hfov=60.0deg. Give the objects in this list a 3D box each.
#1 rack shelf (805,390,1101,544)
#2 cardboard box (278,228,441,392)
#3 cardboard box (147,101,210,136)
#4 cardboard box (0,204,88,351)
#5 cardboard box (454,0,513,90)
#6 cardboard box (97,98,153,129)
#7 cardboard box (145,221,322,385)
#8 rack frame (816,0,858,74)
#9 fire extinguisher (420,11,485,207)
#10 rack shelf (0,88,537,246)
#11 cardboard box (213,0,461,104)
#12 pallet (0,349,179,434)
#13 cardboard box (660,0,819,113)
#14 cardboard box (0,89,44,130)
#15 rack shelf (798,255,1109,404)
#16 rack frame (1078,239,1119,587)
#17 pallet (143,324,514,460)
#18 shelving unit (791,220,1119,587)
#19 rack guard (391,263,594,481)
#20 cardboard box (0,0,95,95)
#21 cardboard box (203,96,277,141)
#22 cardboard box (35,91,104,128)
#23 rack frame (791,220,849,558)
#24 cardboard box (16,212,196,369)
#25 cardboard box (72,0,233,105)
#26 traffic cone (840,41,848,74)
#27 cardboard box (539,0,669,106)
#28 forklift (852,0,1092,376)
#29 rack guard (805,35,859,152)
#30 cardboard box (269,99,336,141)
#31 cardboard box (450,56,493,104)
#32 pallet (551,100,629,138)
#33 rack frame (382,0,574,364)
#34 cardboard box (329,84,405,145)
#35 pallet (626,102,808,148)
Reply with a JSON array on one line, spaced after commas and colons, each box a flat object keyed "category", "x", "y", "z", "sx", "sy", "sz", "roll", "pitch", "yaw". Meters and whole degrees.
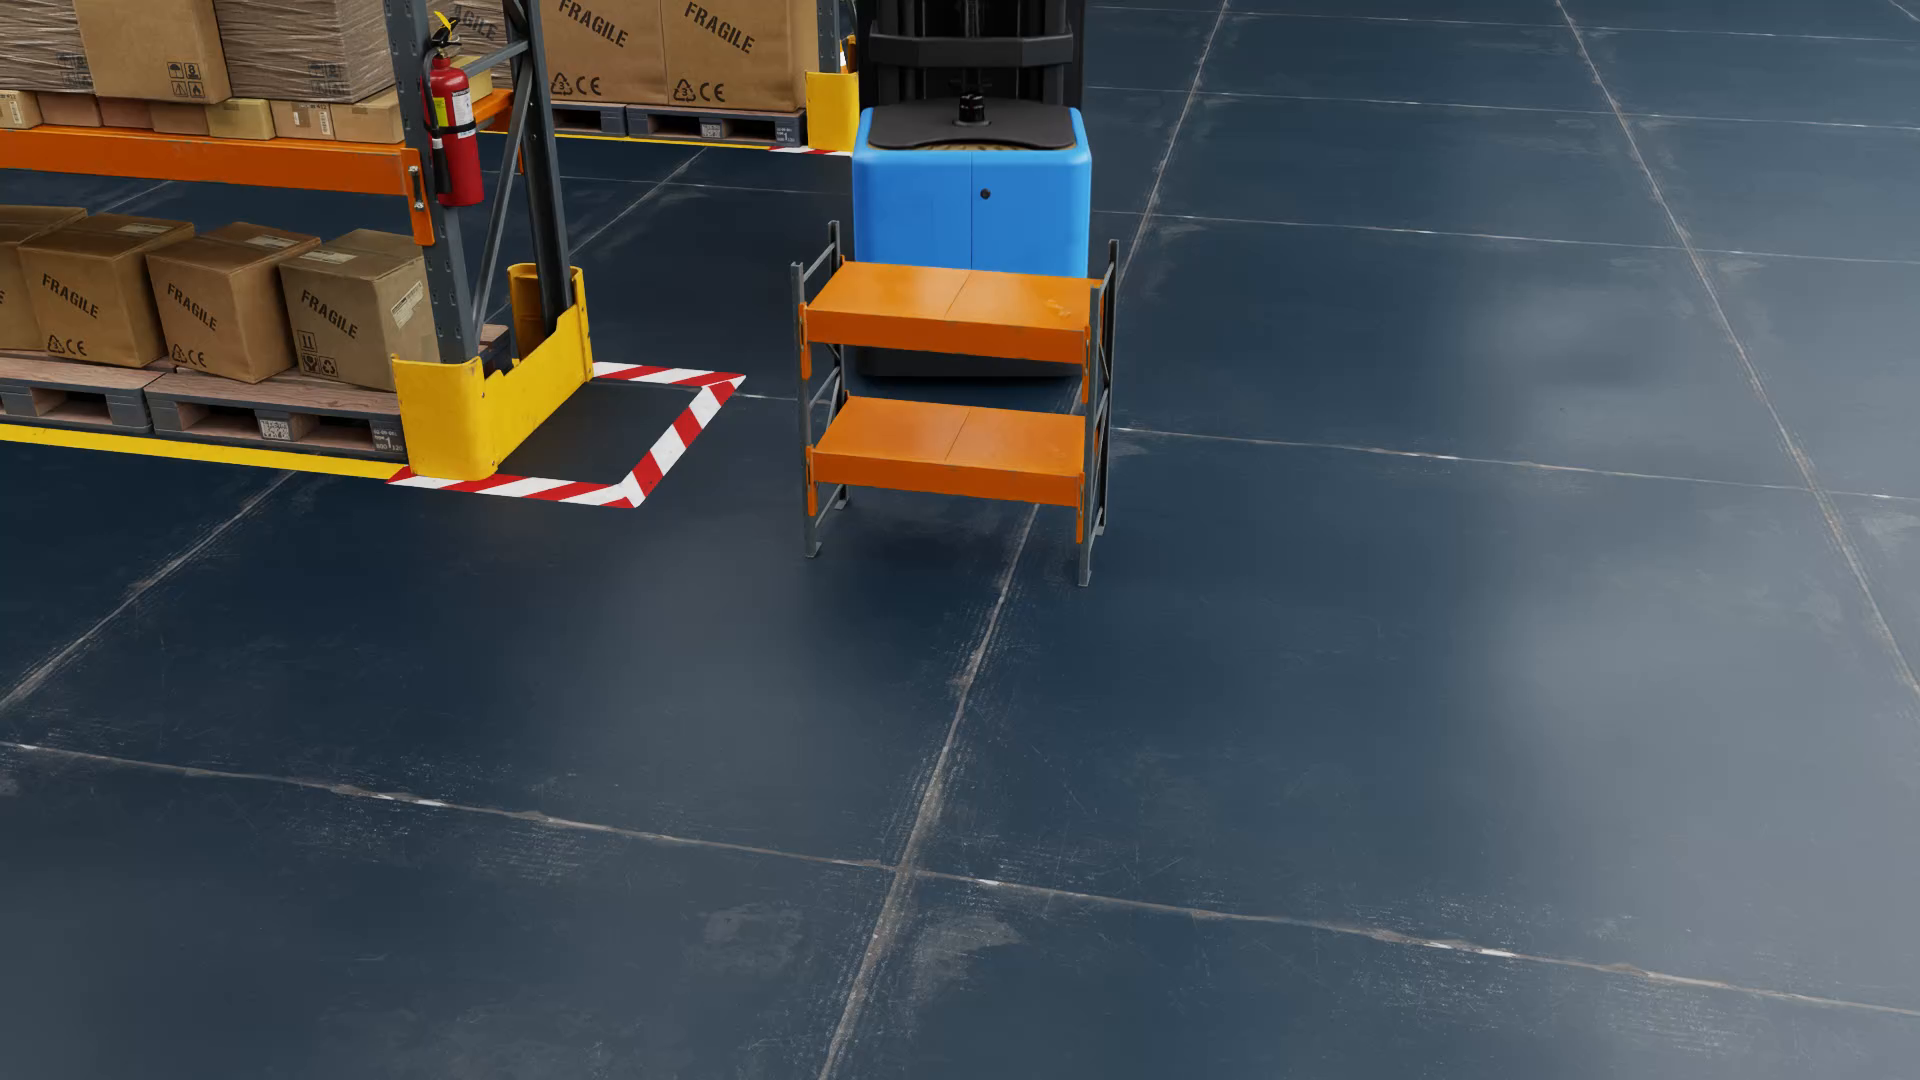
[{"category": "rack shelf", "x": -0.007, "y": -0.280, "z": 6.099, "sx": 1.000, "sy": 0.278, "sz": 0.538, "roll": 6, "pitch": 29, "yaw": 11}, {"category": "cardboard box", "x": -2.491, "y": -0.988, "z": 7.097, "sx": 0.500, "sy": 0.500, "sz": 0.500, "roll": 11, "pitch": 31, "yaw": 20}, {"category": "cardboard box", "x": -2.946, "y": -1.710, "z": 6.511, "sx": 0.250, "sy": 0.149, "sz": 0.380, "roll": 6, "pitch": 29, "yaw": 11}, {"category": "cardboard box", "x": -4.227, "y": -1.180, "z": 7.448, "sx": 0.500, "sy": 0.500, "sz": 0.500, "roll": 3, "pitch": 29, "yaw": 6}, {"category": "cardboard box", "x": -3.178, "y": -3.618, "z": 11.510, "sx": 0.875, "sy": 0.875, "sz": 0.875, "roll": 6, "pitch": 29, "yaw": 11}, {"category": "cardboard box", "x": -3.182, "y": -1.754, "z": 6.592, "sx": 0.250, "sy": 0.149, "sz": 0.380, "roll": 6, "pitch": 29, "yaw": 11}, {"category": "cardboard box", "x": -3.083, "y": -1.032, "z": 7.177, "sx": 0.500, "sy": 0.500, "sz": 0.500, "roll": 14, "pitch": 32, "yaw": 24}, {"category": "rack frame", "x": -0.749, "y": -4.149, "z": 10.705, "sx": 0.127, "sy": 3.000, "sz": 1.000, "roll": 6, "pitch": 29, "yaw": 11}, {"category": "fire extinguisher", "x": -1.868, "y": -1.568, "z": 6.071, "sx": 0.183, "sy": 0.674, "sz": 0.296, "roll": 6, "pitch": 29, "yaw": 11}, {"category": "rack shelf", "x": -3.840, "y": -1.715, "z": 7.008, "sx": 4.000, "sy": 0.370, "sz": 1.077, "roll": 6, "pitch": 29, "yaw": 11}, {"category": "cardboard box", "x": -2.416, "y": -2.072, "z": 6.497, "sx": 0.500, "sy": 0.500, "sz": 0.875, "roll": 6, "pitch": 29, "yaw": 11}, {"category": "pallet", "x": -3.935, "y": -0.836, "z": 7.557, "sx": 1.213, "sy": 0.211, "sz": 1.003, "roll": 6, "pitch": 29, "yaw": 11}, {"category": "cardboard box", "x": -1.426, "y": -3.438, "z": 11.182, "sx": 0.875, "sy": 0.875, "sz": 0.875, "roll": 6, "pitch": 29, "yaw": 11}, {"category": "cardboard box", "x": -3.694, "y": -1.752, "z": 6.589, "sx": 0.250, "sy": 0.149, "sz": 0.380, "roll": 6, "pitch": 29, "yaw": 11}, {"category": "rack shelf", "x": -0.007, "y": -0.751, "z": 5.841, "sx": 1.000, "sy": 0.278, "sz": 0.538, "roll": 6, "pitch": 29, "yaw": 11}, {"category": "rack frame", "x": 0.491, "y": -0.443, "z": 5.888, "sx": 0.032, "sy": 1.125, "sz": 0.500, "roll": 6, "pitch": 29, "yaw": 11}, {"category": "pallet", "x": -2.745, "y": -0.712, "z": 7.331, "sx": 1.213, "sy": 0.211, "sz": 1.003, "roll": 6, "pitch": 29, "yaw": 11}, {"category": "shelving unit", "x": -0.007, "y": -0.494, "z": 5.981, "sx": 1.048, "sy": 1.125, "sz": 0.538, "roll": 6, "pitch": 29, "yaw": 11}, {"category": "rack guard", "x": -1.958, "y": -0.741, "z": 7.083, "sx": 0.348, "sy": 0.500, "sz": 1.175, "roll": 6, "pitch": 29, "yaw": 11}, {"category": "cardboard box", "x": -3.410, "y": -2.136, "z": 6.615, "sx": 0.500, "sy": 0.500, "sz": 0.875, "roll": 6, "pitch": 29, "yaw": 11}, {"category": "cardboard box", "x": -2.705, "y": -1.677, "z": 6.452, "sx": 0.250, "sy": 0.149, "sz": 0.380, "roll": 6, "pitch": 29, "yaw": 11}, {"category": "cardboard box", "x": -3.431, "y": -1.769, "z": 6.619, "sx": 0.250, "sy": 0.149, "sz": 0.380, "roll": 6, "pitch": 29, "yaw": 11}, {"category": "rack frame", "x": -0.504, "y": -0.545, "z": 6.074, "sx": 0.032, "sy": 1.125, "sz": 0.500, "roll": 6, "pitch": 29, "yaw": 11}, {"category": "cardboard box", "x": -3.691, "y": -1.103, "z": 7.308, "sx": 0.500, "sy": 0.500, "sz": 0.500, "roll": 9, "pitch": 30, "yaw": 15}, {"category": "cardboard box", "x": -2.930, "y": -2.066, "z": 6.486, "sx": 0.500, "sy": 0.500, "sz": 0.875, "roll": 6, "pitch": 29, "yaw": 11}, {"category": "traffic cone", "x": -0.972, "y": -3.756, "z": 12.629, "sx": 0.334, "sy": 0.463, "sz": 0.336, "roll": 6, "pitch": 29, "yaw": 11}, {"category": "cardboard box", "x": -2.287, "y": -3.525, "z": 11.341, "sx": 0.875, "sy": 0.875, "sz": 0.875, "roll": 5, "pitch": 29, "yaw": 10}, {"category": "forklift", "x": 0.051, "y": -2.681, "z": 8.094, "sx": 1.130, "sy": 2.935, "sz": 3.031, "roll": 0, "pitch": 29, "yaw": 0}, {"category": "rack guard", "x": -0.726, "y": -3.050, "z": 11.301, "sx": 0.348, "sy": 0.500, "sz": 1.175, "roll": 6, "pitch": 29, "yaw": 11}, {"category": "cardboard box", "x": -2.450, "y": -1.676, "z": 6.450, "sx": 0.250, "sy": 0.149, "sz": 0.380, "roll": 6, "pitch": 29, "yaw": 11}, {"category": "cardboard box", "x": -2.113, "y": -1.860, "z": 6.785, "sx": 0.250, "sy": 0.149, "sz": 0.380, "roll": 6, "pitch": 29, "yaw": 11}, {"category": "pallet", "x": -2.737, "y": -3.093, "z": 11.679, "sx": 1.213, "sy": 0.211, "sz": 1.003, "roll": 6, "pitch": 29, "yaw": 11}, {"category": "rack frame", "x": -1.884, "y": -1.830, "z": 6.468, "sx": 0.127, "sy": 3.000, "sz": 1.000, "roll": 6, "pitch": 29, "yaw": 11}, {"category": "cardboard box", "x": -2.206, "y": -1.651, "z": 6.404, "sx": 0.250, "sy": 0.149, "sz": 0.380, "roll": 6, "pitch": 29, "yaw": 11}, {"category": "pallet", "x": -1.547, "y": -2.969, "z": 11.454, "sx": 1.213, "sy": 0.211, "sz": 1.003, "roll": 6, "pitch": 29, "yaw": 11}]
